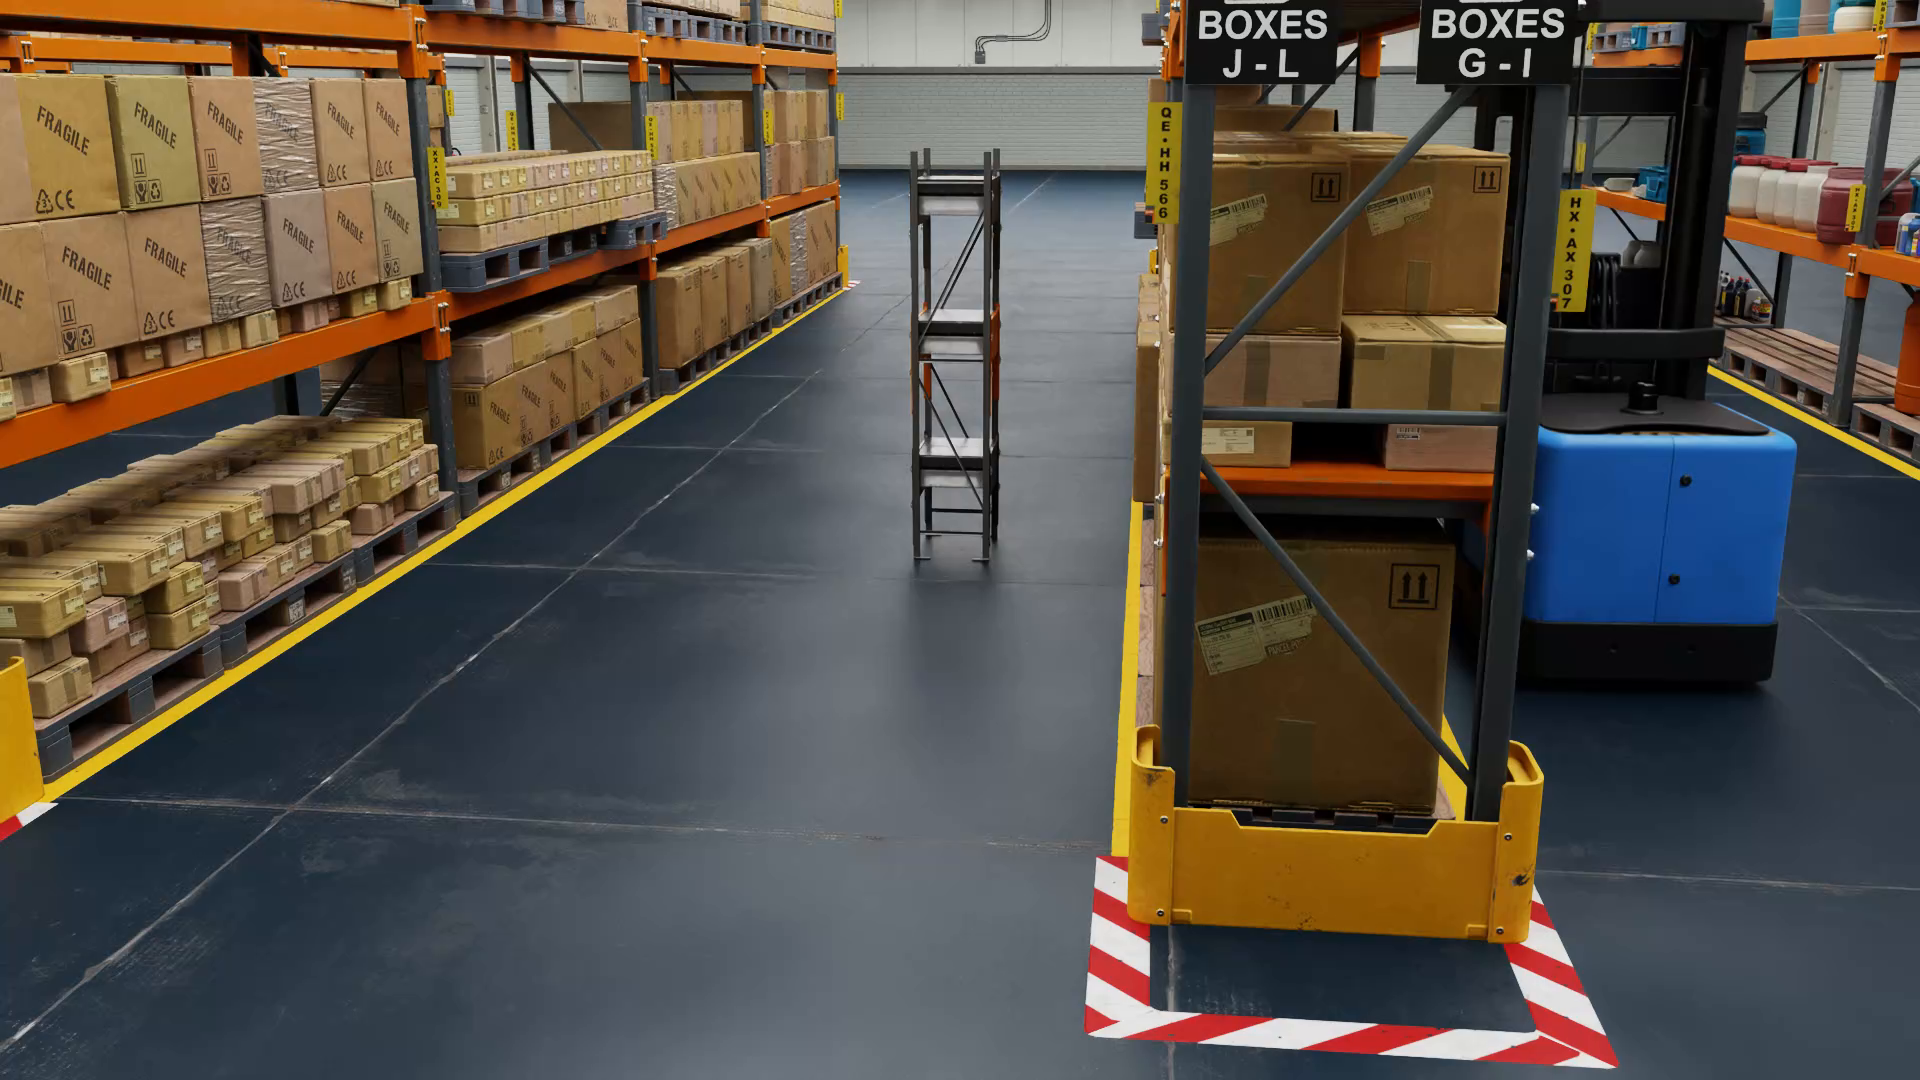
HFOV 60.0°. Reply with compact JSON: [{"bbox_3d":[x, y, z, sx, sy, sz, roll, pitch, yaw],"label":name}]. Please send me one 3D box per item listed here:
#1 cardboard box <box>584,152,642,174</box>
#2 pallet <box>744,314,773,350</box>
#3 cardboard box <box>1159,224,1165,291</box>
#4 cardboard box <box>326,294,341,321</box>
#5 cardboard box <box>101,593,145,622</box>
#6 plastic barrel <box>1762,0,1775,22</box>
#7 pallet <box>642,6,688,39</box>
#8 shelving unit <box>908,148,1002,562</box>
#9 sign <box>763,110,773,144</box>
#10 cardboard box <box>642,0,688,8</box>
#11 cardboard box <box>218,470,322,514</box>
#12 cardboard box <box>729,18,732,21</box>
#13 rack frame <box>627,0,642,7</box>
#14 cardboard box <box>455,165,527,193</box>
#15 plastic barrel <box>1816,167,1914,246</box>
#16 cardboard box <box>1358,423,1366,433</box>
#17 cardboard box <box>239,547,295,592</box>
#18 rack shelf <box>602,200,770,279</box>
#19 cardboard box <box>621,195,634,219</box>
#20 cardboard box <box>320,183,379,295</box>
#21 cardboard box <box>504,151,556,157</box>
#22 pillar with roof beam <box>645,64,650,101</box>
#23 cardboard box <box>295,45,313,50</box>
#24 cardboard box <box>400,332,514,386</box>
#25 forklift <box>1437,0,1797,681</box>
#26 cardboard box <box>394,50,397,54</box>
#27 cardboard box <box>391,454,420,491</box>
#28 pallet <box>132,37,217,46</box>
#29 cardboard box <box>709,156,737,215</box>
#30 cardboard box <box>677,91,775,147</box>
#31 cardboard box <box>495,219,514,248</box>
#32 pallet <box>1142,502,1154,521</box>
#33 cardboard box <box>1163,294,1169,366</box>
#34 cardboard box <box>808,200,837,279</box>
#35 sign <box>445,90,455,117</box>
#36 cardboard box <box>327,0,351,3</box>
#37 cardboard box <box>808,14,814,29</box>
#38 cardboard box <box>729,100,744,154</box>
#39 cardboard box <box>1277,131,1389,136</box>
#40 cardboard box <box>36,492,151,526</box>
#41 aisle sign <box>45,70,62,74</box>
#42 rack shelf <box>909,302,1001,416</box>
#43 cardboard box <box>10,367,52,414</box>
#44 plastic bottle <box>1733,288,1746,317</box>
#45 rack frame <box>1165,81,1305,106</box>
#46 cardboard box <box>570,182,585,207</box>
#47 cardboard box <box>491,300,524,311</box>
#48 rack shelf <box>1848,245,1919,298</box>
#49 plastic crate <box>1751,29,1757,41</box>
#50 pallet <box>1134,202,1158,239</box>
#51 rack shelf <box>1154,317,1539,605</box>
[{"bbox_3d":[-2.544,-2.752,12.128,0.380,0.149,0.250,2,15,6],"label":"cardboard box"},{"bbox_3d":[-2.475,-2.078,16.441,1.003,0.211,1.213,2,15,6],"label":"pallet"},{"bbox_3d":[1.333,-1.556,8.980,0.500,0.500,0.500,2,15,6],"label":"cardboard box"},{"bbox_3d":[-3.272,-1.146,8.137,0.380,0.149,0.250,1,15,5],"label":"cardboard box"},{"bbox_3d":[-3.476,0.252,6.569,0.380,0.149,0.250,2,15,7],"label":"cardboard box"},{"bbox_3d":[7.620,-5.118,15.579,0.421,0.512,0.421,0,15,0],"label":"plastic barrel"},{"bbox_3d":[-2.894,-4.114,13.245,1.213,0.211,1.003,2,15,9],"label":"pallet"},{"bbox_3d":[-0.019,-0.971,8.729,0.431,2.100,0.503,2,15,6],"label":"shelving unit"},{"bbox_3d":[-1.922,-4.133,16.635,0.100,0.325,0.005,2,15,6],"label":"sign"},{"bbox_3d":[-2.557,-4.526,13.700,0.500,0.250,0.500,2,15,8],"label":"cardboard box"},{"bbox_3d":[-3.221,-0.224,7.763,0.380,0.149,0.250,1,15,4],"label":"cardboard box"},{"bbox_3d":[-2.625,-5.571,17.757,0.380,0.149,0.250,2,15,7],"label":"cardboard box"},{"bbox_3d":[-2.914,-5.485,12.205,1.000,3.000,0.127,2,15,6],"label":"rack frame"},{"bbox_3d":[-2.807,-2.147,9.894,0.380,0.149,0.250,2,15,7],"label":"cardboard box"},{"bbox_3d":[6.676,-2.465,12.272,0.600,0.536,0.708,2,15,6],"label":"plastic barrel"},{"bbox_3d":[1.524,-0.435,5.507,0.380,0.149,0.250,1,15,5],"label":"cardboard box"},{"bbox_3d":[-3.278,0.132,7.585,0.380,0.149,0.250,2,15,6],"label":"cardboard box"},{"bbox_3d":[-2.688,-2.760,15.001,1.077,0.370,4.000,2,15,6],"label":"rack shelf"},{"bbox_3d":[-2.571,-2.397,11.959,0.380,0.149,0.250,2,15,7],"label":"cardboard box"},{"bbox_3d":[-3.199,-1.475,8.107,0.500,0.500,0.500,1,15,5],"label":"cardboard box"},{"bbox_3d":[-3.186,-2.773,12.209,0.380,0.149,0.250,1,15,5],"label":"cardboard box"},{"bbox_3d":[-5.185,-15.324,48.595,9.100,9.000,0.400,2,15,6],"label":"pillar with roof beam"},{"bbox_3d":[-7.026,-5.212,17.426,0.380,0.149,0.250,2,15,6],"label":"cardboard box"},{"bbox_3d":[-3.019,-1.093,10.005,0.500,0.250,0.500,1,15,4],"label":"cardboard box"},{"bbox_3d":[2.872,-1.169,7.871,1.130,2.935,3.031,1,15,2],"label":"forklift"},{"bbox_3d":[-6.857,-5.812,19.644,0.380,0.149,0.250,2,15,7],"label":"cardboard box"},{"bbox_3d":[-3.103,-0.360,8.833,0.380,0.149,0.250,1,15,4],"label":"cardboard box"},{"bbox_3d":[-7.682,-4.677,15.325,1.213,0.211,1.003,2,15,6],"label":"pallet"},{"bbox_3d":[-2.370,-3.269,15.313,0.500,0.500,0.500,2,15,7],"label":"cardboard box"},{"bbox_3d":[-2.387,-4.314,17.015,0.875,0.550,0.550,2,15,6],"label":"cardboard box"},{"bbox_3d":[-2.838,-1.793,9.724,0.380,0.149,0.250,2,15,7],"label":"cardboard box"},{"bbox_3d":[1.564,-0.235,9.627,1.003,0.211,1.213,2,15,6],"label":"pallet"},{"bbox_3d":[0.949,-0.678,5.639,0.500,0.250,0.500,1,15,5],"label":"cardboard box"},{"bbox_3d":[-2.022,-3.663,20.227,0.875,0.875,0.875,2,15,7],"label":"cardboard box"},{"bbox_3d":[-6.392,-5.473,20.832,0.100,0.325,0.005,2,15,6],"label":"sign"},{"bbox_3d":[-3.220,-2.662,7.802,0.500,0.250,0.500,2,15,6],"label":"cardboard box"},{"bbox_3d":[-1.856,-5.815,18.661,0.380,0.149,0.250,2,15,7],"label":"cardboard box"},{"bbox_3d":[-2.513,-4.028,16.205,0.700,0.500,0.500,1,15,5],"label":"cardboard box"},{"bbox_3d":[1.766,-1.685,7.928,0.500,0.500,0.500,2,15,8],"label":"cardboard box"},{"bbox_3d":[-3.813,-0.108,7.333,0.380,0.149,0.250,1,15,4],"label":"cardboard box"},{"bbox_3d":[-11.574,-6.192,21.333,0.394,0.787,0.004,2,15,6],"label":"aisle sign"},{"bbox_3d":[-0.019,-0.957,8.733,0.431,0.518,0.480,2,15,6],"label":"rack shelf"},{"bbox_3d":[-3.467,-0.534,5.872,0.380,0.149,0.250,2,15,8],"label":"cardboard box"},{"bbox_3d":[7.751,-2.366,16.528,0.061,0.283,0.133,2,15,6],"label":"plastic bottle"},{"bbox_3d":[2.003,-2.416,12.351,1.000,3.000,0.127,2,15,6],"label":"rack frame"},{"bbox_3d":[-2.689,-2.270,10.919,0.380,0.149,0.250,1,15,5],"label":"cardboard box"},{"bbox_3d":[-3.358,-1.515,11.567,0.500,0.250,0.500,2,15,7],"label":"cardboard box"},{"bbox_3d":[6.699,-1.404,9.987,1.077,0.370,4.000,2,15,6],"label":"rack shelf"},{"bbox_3d":[7.824,-5.055,16.768,0.336,0.188,0.450,2,15,6],"label":"plastic crate"},{"bbox_3d":[1.978,-2.512,13.072,1.213,0.211,1.003,2,15,6],"label":"pallet"},{"bbox_3d":[1.326,-0.513,6.690,1.077,0.370,4.000,2,15,6],"label":"rack shelf"}]
